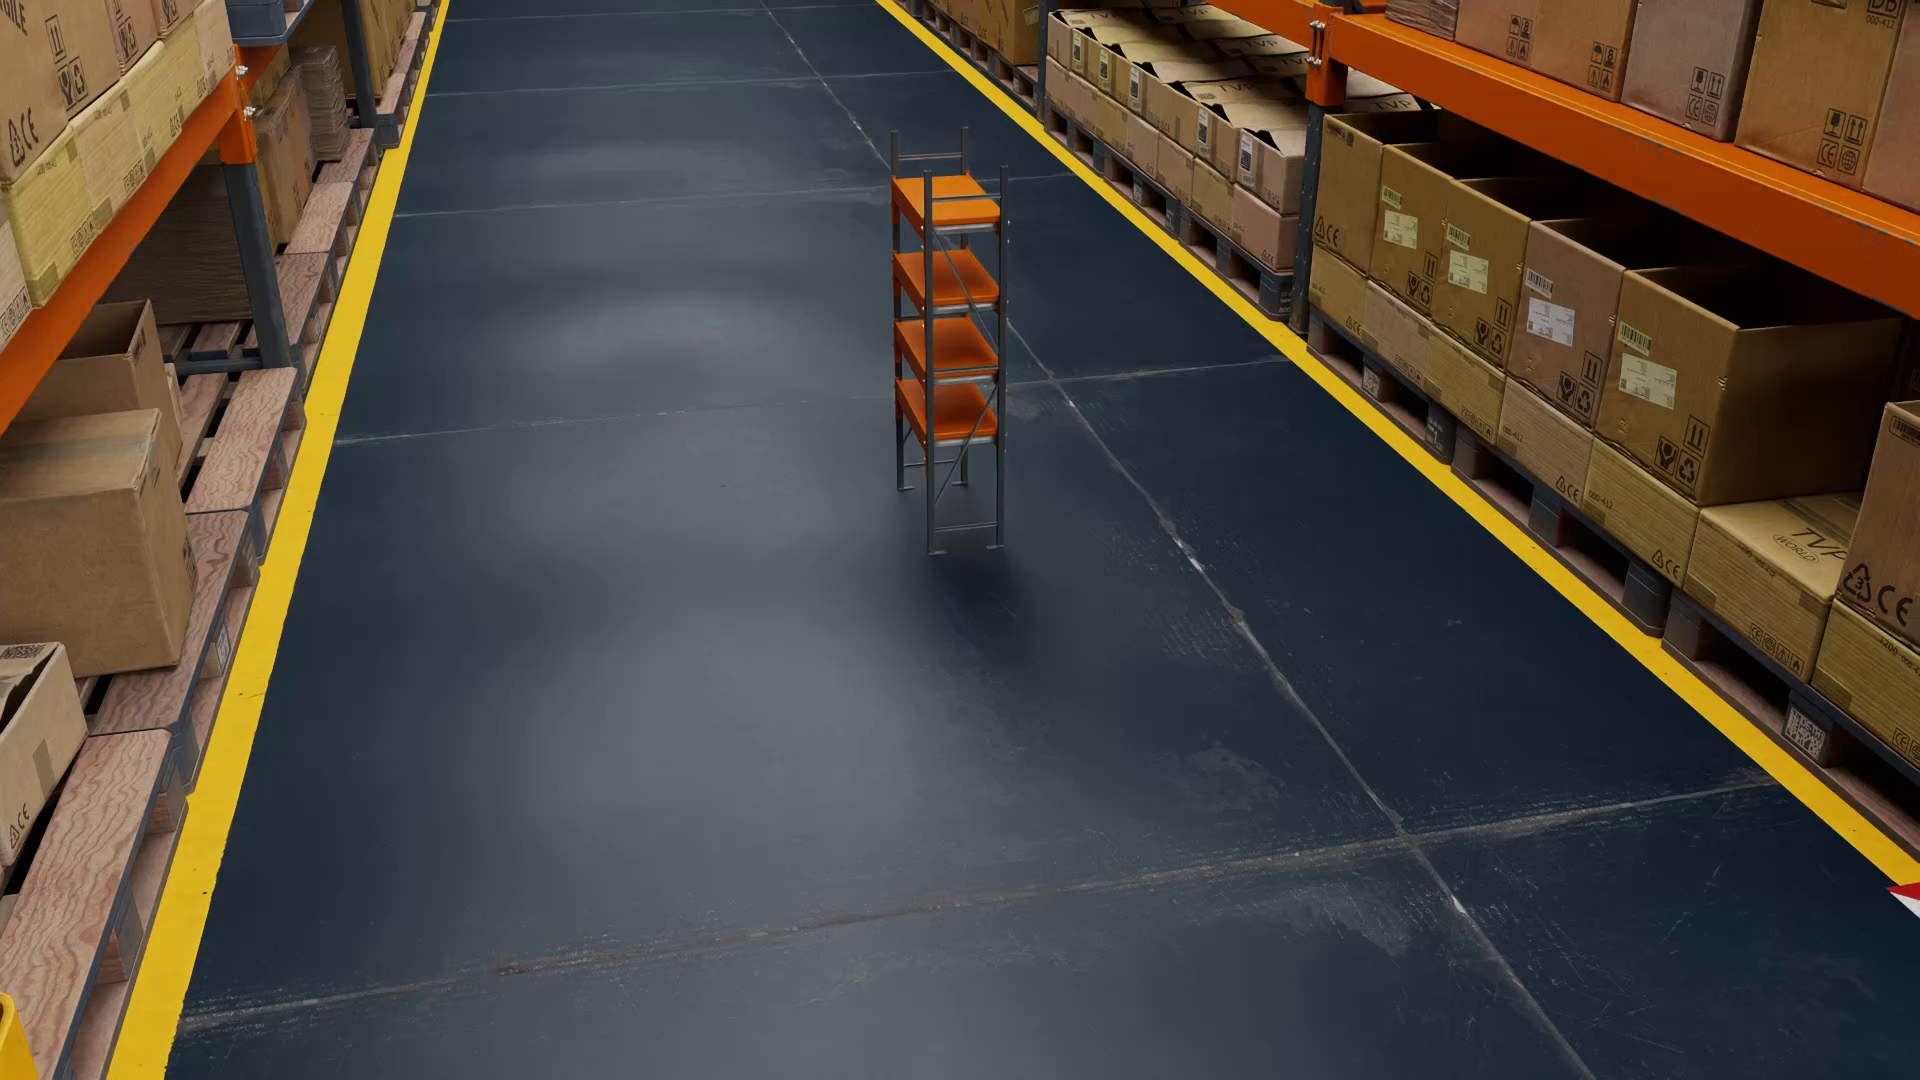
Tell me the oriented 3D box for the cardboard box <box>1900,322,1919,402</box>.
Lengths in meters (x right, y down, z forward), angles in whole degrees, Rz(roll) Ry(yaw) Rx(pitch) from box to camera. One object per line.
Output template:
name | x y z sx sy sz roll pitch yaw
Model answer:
cardboard box | 2.769 -0.277 4.224 0.500 0.500 0.500 -6 27 -12

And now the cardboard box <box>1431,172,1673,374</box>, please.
cardboard box | 1.912 -0.882 5.421 0.500 0.500 0.500 -6 27 -12

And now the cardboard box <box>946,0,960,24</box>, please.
cardboard box | 0.192 -4.164 12.456 0.500 0.500 0.500 -6 27 -11

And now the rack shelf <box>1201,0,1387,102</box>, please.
rack shelf | 1.436 -2.818 8.303 1.077 0.370 4.000 -6 27 -12

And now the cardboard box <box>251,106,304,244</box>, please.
cardboard box | -3.362 -1.608 7.394 0.700 0.500 0.500 -6 27 -11

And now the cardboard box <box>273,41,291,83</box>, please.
cardboard box | -3.560 -2.361 8.052 0.500 0.250 0.500 -5 27 -11

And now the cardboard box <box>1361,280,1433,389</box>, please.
cardboard box | 1.803 -0.767 6.026 0.500 0.250 0.500 -6 27 -12

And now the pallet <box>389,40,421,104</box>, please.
pallet | -4.216 -3.156 11.269 1.003 0.211 1.213 -6 27 -12

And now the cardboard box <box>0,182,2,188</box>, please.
cardboard box | -1.954 -0.736 2.690 0.500 0.500 0.500 -6 27 -11

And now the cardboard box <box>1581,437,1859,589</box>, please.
cardboard box | 2.141 -0.108 4.721 0.500 0.250 0.500 -6 27 -12

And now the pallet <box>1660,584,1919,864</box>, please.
pallet | 2.575 0.408 4.207 1.003 0.211 1.213 -6 27 -12

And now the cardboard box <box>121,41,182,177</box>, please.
cardboard box | -2.304 -1.083 4.210 0.500 0.250 0.500 -6 27 -12

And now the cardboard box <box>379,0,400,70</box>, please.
cardboard box | -4.069 -3.462 10.700 0.750 0.750 0.750 -6 27 -12

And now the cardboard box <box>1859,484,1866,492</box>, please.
cardboard box | 2.655 -0.162 4.828 0.500 0.250 0.500 -6 27 -12

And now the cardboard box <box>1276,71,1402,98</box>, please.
cardboard box | 1.811 -2.126 8.096 0.500 0.311 0.500 -7 28 -13

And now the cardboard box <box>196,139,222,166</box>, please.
cardboard box | -3.223 -1.686 6.716 0.500 0.250 0.500 -7 28 -13

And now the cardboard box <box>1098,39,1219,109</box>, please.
cardboard box | 1.056 -2.514 8.865 0.500 0.311 0.500 -7 28 -13

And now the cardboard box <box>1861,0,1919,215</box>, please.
cardboard box | 2.572 -0.986 3.764 0.700 0.500 0.500 -5 27 -10

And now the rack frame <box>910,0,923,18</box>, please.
rack frame | 0.084 -5.773 13.359 1.000 3.000 0.127 -6 27 -12

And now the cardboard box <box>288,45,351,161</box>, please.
cardboard box | -3.627 -2.282 8.729 0.700 0.500 0.500 -6 27 -11

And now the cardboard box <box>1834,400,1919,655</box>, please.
cardboard box | 2.377 -0.005 3.685 0.500 0.500 0.500 -6 27 -12

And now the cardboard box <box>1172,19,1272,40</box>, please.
cardboard box | 1.467 -2.795 9.422 0.500 0.311 0.500 -6 27 -12

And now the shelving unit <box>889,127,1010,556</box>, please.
shelving unit | -0.037 -0.608 5.124 0.258 1.200 0.503 -6 27 -12

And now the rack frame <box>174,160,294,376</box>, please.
rack frame | -2.939 -1.757 5.402 1.000 3.000 0.127 -6 27 -12

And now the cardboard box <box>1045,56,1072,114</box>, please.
cardboard box | 0.817 -2.718 9.891 0.500 0.250 0.500 -6 27 -12

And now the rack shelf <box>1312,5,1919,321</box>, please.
rack shelf | 2.337 -1.062 4.824 1.077 0.370 4.000 -6 27 -12

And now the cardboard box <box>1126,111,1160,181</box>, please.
cardboard box | 1.169 -2.044 8.557 0.500 0.250 0.500 -5 27 -11

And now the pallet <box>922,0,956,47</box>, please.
pallet | 0.304 -4.175 13.288 1.003 0.211 1.213 -6 27 -12

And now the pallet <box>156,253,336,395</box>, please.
pallet | -3.116 -0.853 6.707 1.003 0.211 1.213 -6 27 -12

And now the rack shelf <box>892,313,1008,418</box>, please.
rack shelf | -0.037 -0.548 5.154 0.258 0.148 0.480 -6 27 -12

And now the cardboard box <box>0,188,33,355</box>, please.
cardboard box | -1.969 -0.416 2.889 0.500 0.250 0.500 -7 28 -13

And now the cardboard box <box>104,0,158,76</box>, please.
cardboard box | -2.310 -1.417 4.040 0.500 0.500 0.500 -7 28 -13

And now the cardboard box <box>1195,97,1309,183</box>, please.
cardboard box | 1.393 -1.848 7.546 0.500 0.311 0.500 -5 27 -10

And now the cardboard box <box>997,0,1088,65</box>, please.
cardboard box | 0.546 -3.485 11.111 0.500 0.500 0.500 -5 27 -10

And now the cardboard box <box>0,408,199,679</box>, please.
cardboard box | -2.351 0.029 4.150 0.700 0.500 0.500 -8 28 -15

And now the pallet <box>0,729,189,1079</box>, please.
pallet | -2.203 0.851 3.331 1.003 0.211 1.213 -6 27 -12

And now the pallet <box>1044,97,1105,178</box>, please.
pallet | 1.133 -2.407 9.785 1.003 0.211 1.213 -6 27 -12

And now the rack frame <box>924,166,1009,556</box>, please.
rack frame | 0.018 -0.501 4.911 0.240 1.200 0.015 -6 27 -12

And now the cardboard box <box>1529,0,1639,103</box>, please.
cardboard box | 2.227 -1.660 5.100 0.700 0.500 0.500 -6 27 -11

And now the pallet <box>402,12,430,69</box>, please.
pallet | -4.494 -3.693 12.332 1.003 0.211 1.213 -6 27 -12

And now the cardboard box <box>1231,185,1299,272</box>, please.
cardboard box | 1.511 -1.374 7.229 0.500 0.250 0.500 -6 27 -12
